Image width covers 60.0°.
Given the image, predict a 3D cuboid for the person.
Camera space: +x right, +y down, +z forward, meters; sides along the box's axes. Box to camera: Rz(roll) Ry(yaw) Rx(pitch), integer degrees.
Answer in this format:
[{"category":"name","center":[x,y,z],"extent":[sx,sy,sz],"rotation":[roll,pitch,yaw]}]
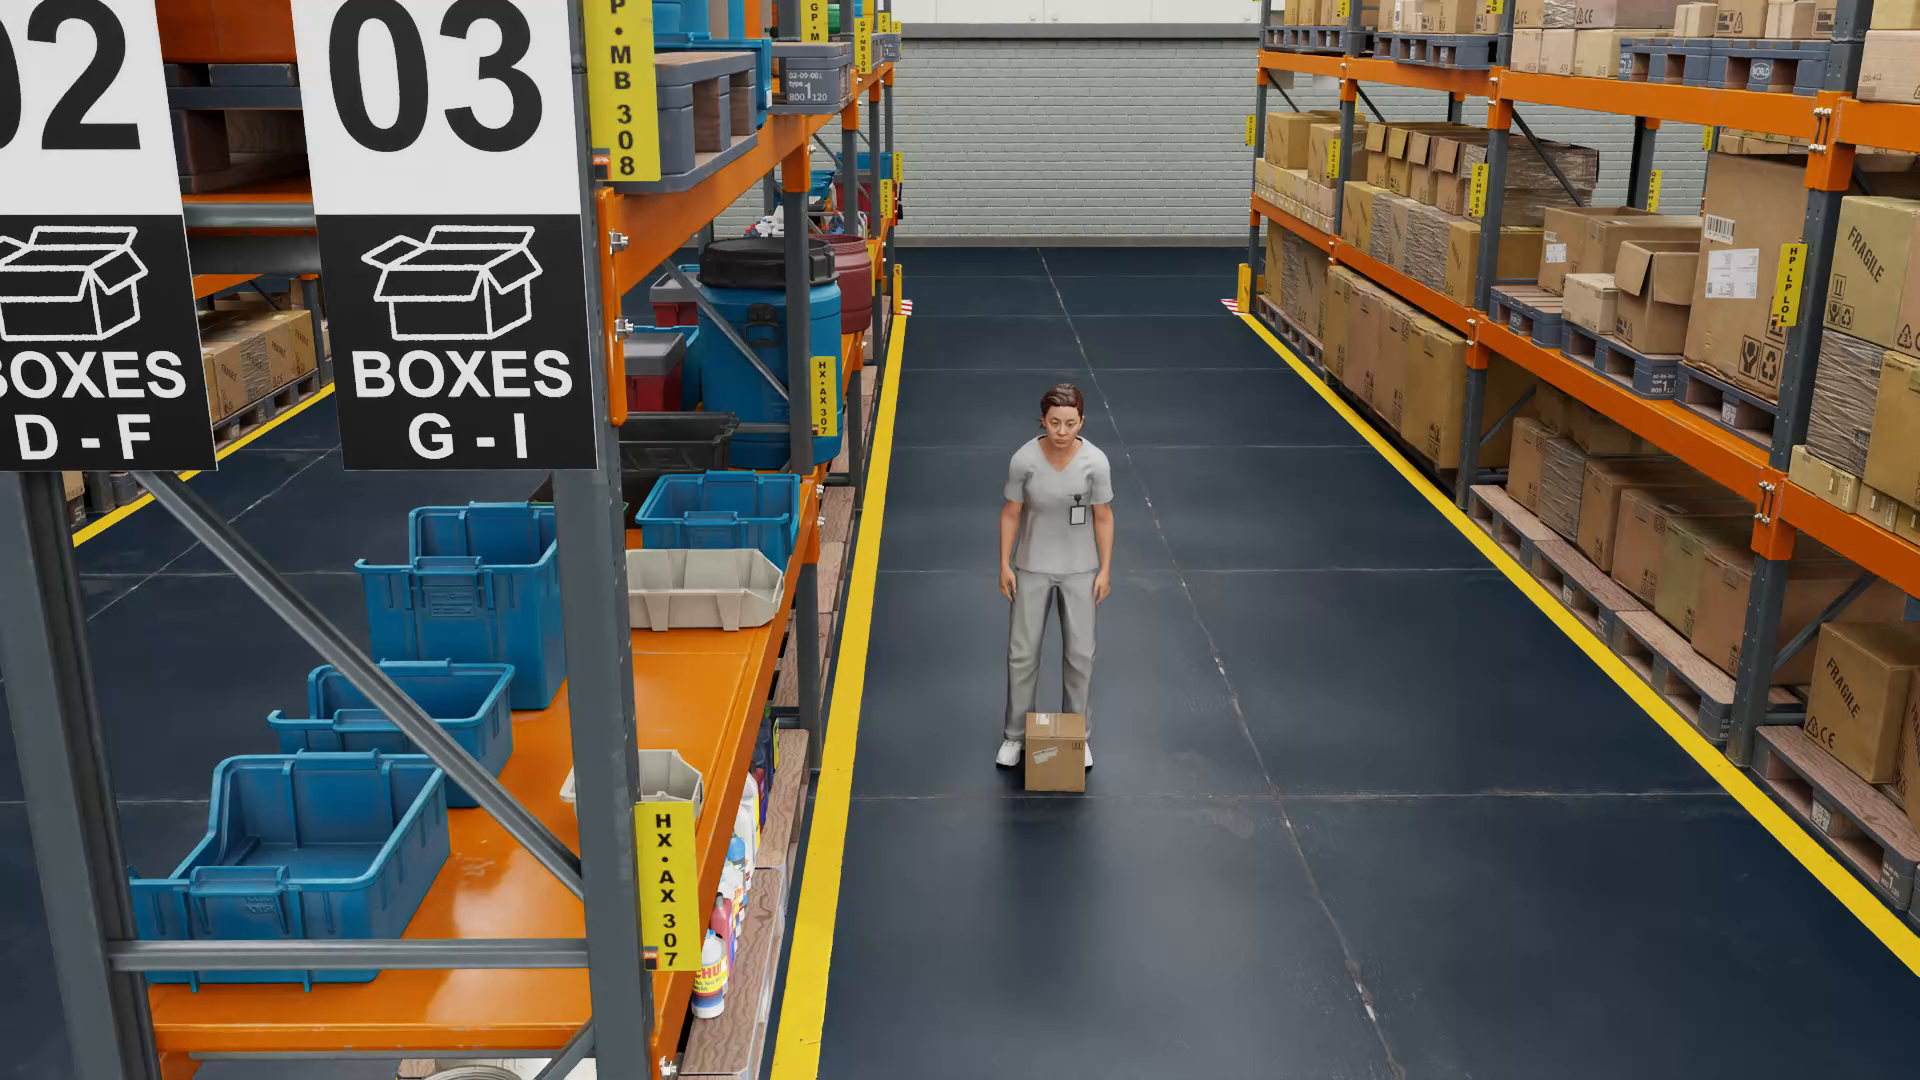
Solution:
[{"category":"person","center":[0.407,0.145,7.080],"extent":[0.484,1.672,0.360],"rotation":[1,17,4]}]
